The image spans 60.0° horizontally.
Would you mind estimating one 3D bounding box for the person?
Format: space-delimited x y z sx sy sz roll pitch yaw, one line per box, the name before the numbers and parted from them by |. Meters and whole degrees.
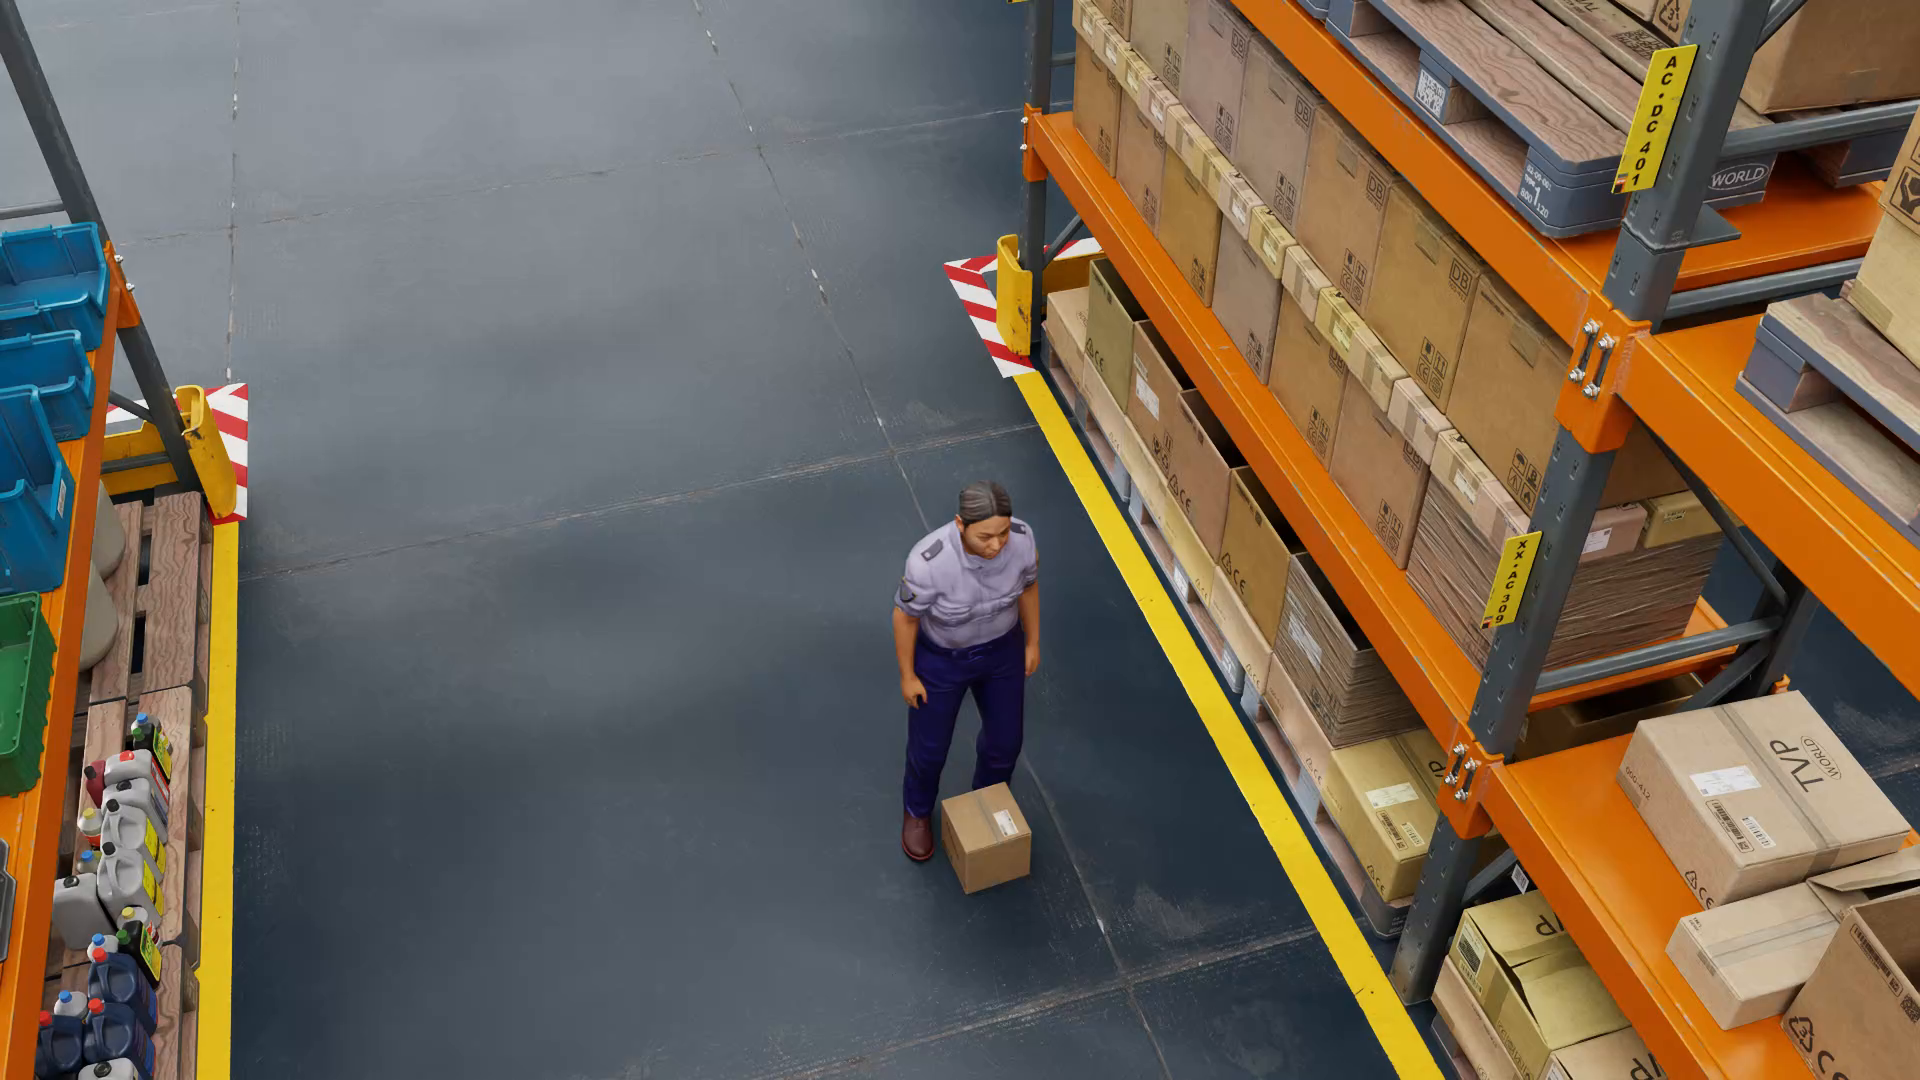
person | 0.026 0.440 5.686 0.540 1.651 0.389 -13 44 -14
